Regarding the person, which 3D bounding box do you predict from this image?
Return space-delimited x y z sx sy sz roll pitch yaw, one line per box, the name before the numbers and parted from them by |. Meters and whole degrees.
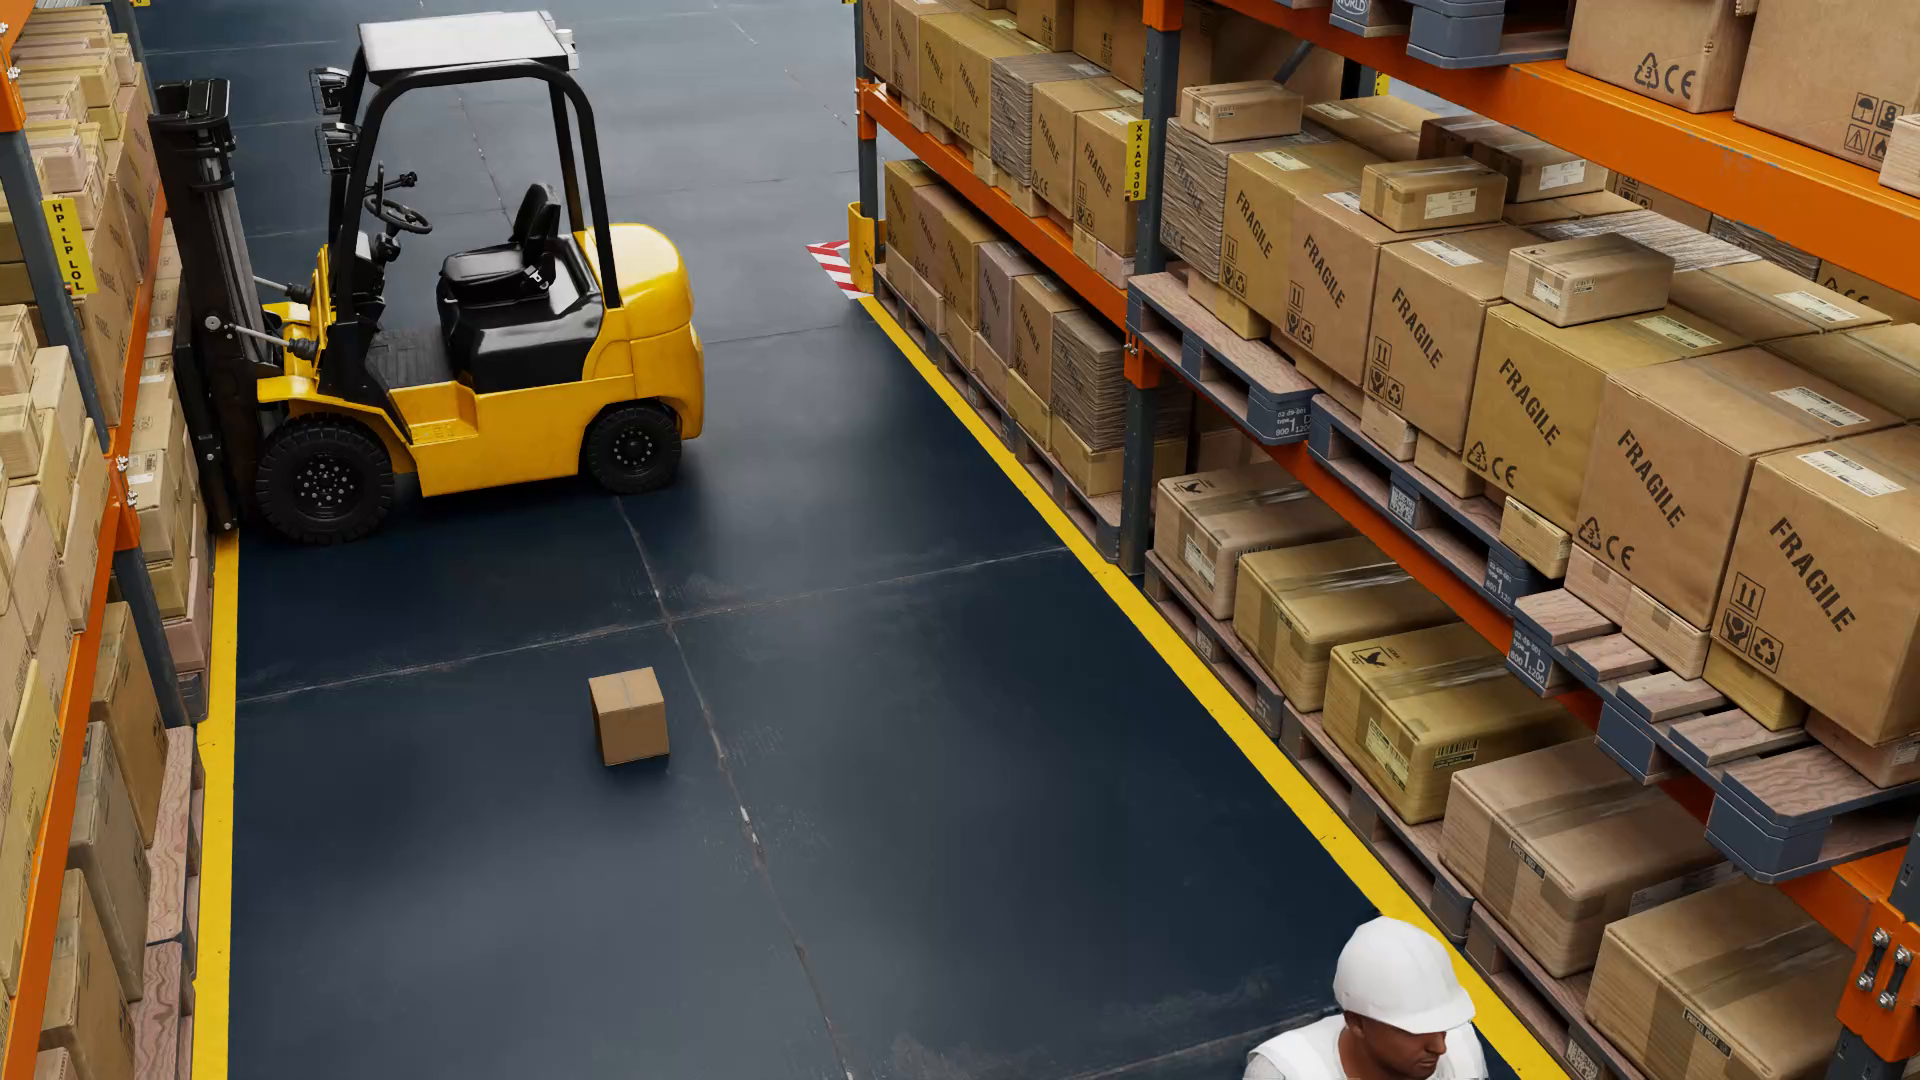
person | 0.797 1.521 3.399 0.626 1.808 0.478 -11 31 -18
